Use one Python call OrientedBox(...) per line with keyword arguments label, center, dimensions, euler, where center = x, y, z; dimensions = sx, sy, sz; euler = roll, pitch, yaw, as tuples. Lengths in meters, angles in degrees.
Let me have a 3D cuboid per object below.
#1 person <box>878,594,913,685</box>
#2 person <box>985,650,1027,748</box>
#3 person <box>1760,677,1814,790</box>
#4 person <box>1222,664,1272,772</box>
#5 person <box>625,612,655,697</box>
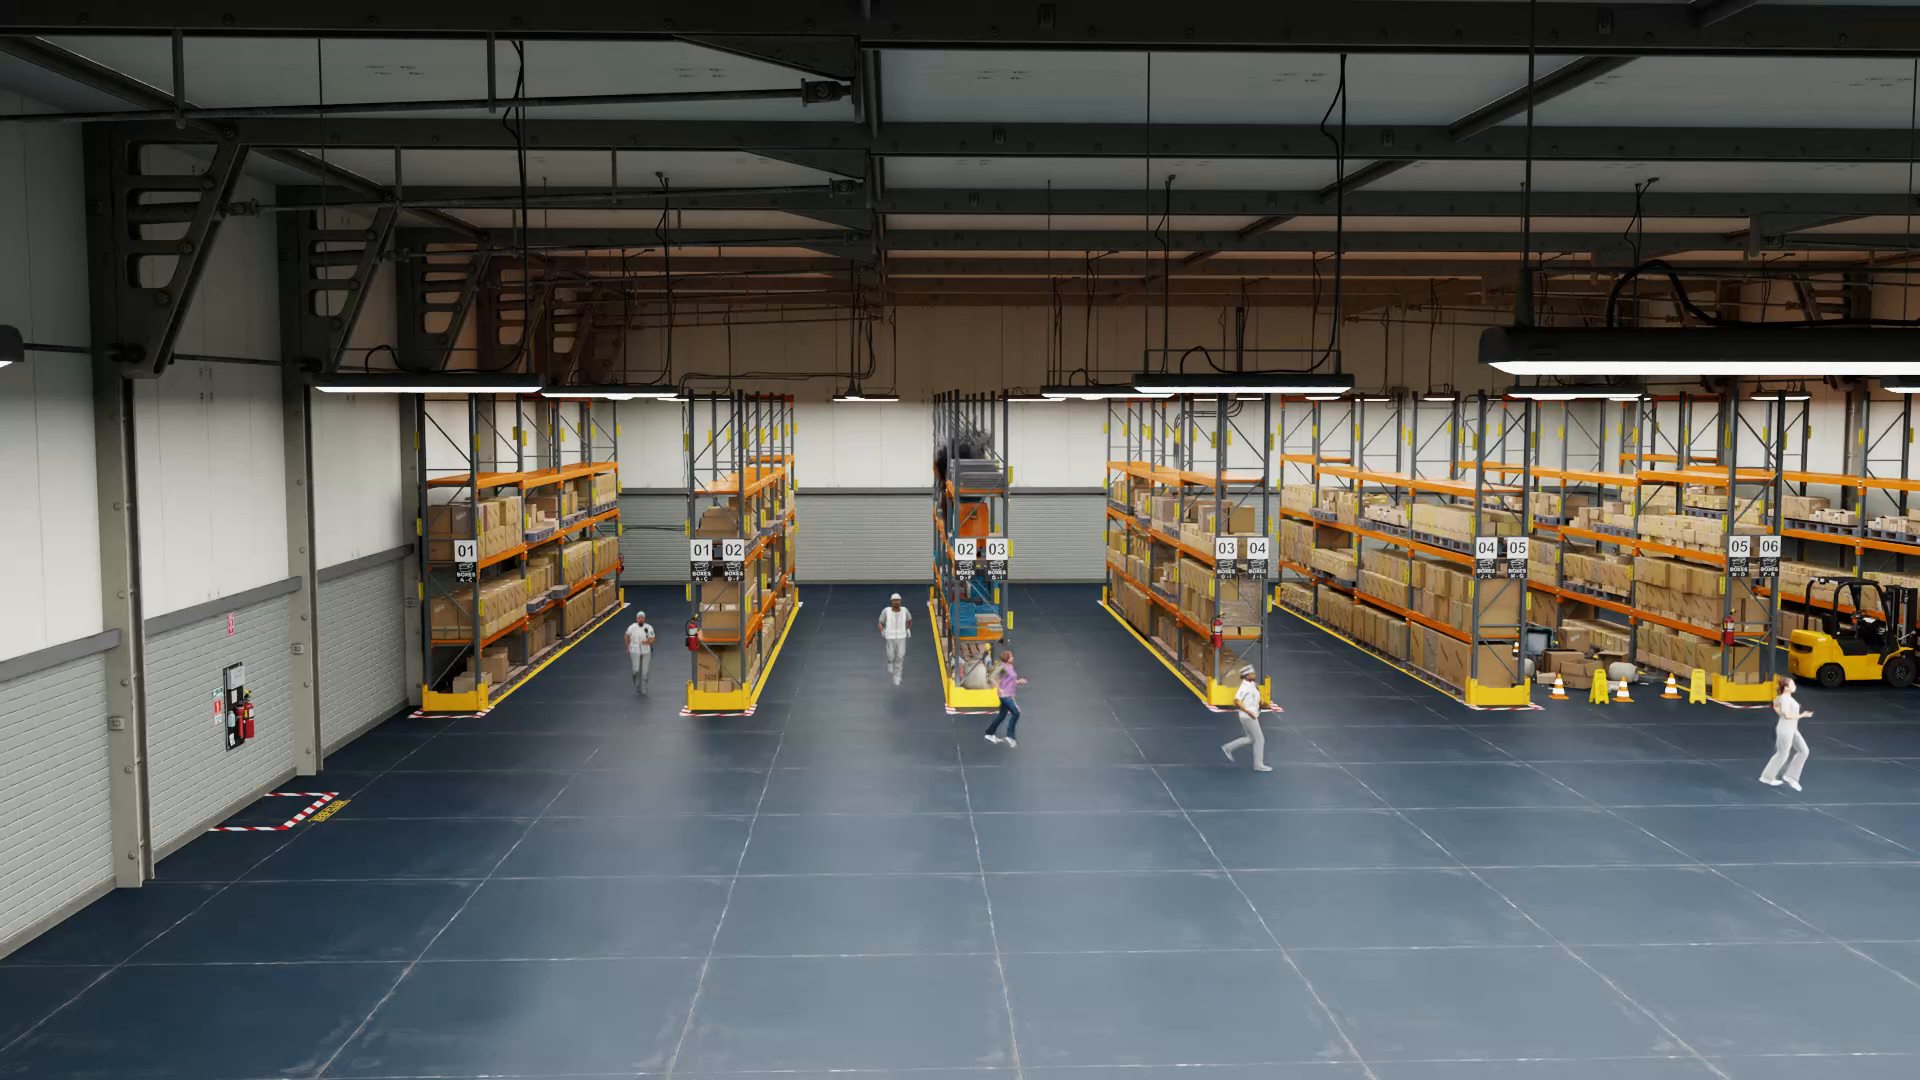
OrientedBox(label="person", center=(-1.247, 1.918, 32.410), dimensions=(0.680, 1.760, 0.820), euler=(-1, 5, -7))
OrientedBox(label="person", center=(0.761, 2.659, 27.849), dimensions=(0.718, 1.642, 0.518), euler=(1, 5, 15))
OrientedBox(label="person", center=(12.294, 2.877, 24.704), dimensions=(0.691, 1.705, 0.544), euler=(3, 6, 35))
OrientedBox(label="person", center=(4.488, 2.766, 26.010), dimensions=(0.815, 1.667, 0.588), euler=(2, 5, 19))
OrientedBox(label="person", center=(-6.266, 2.242, 32.611), dimensions=(0.577, 1.679, 0.682), euler=(-1, 5, -14))
